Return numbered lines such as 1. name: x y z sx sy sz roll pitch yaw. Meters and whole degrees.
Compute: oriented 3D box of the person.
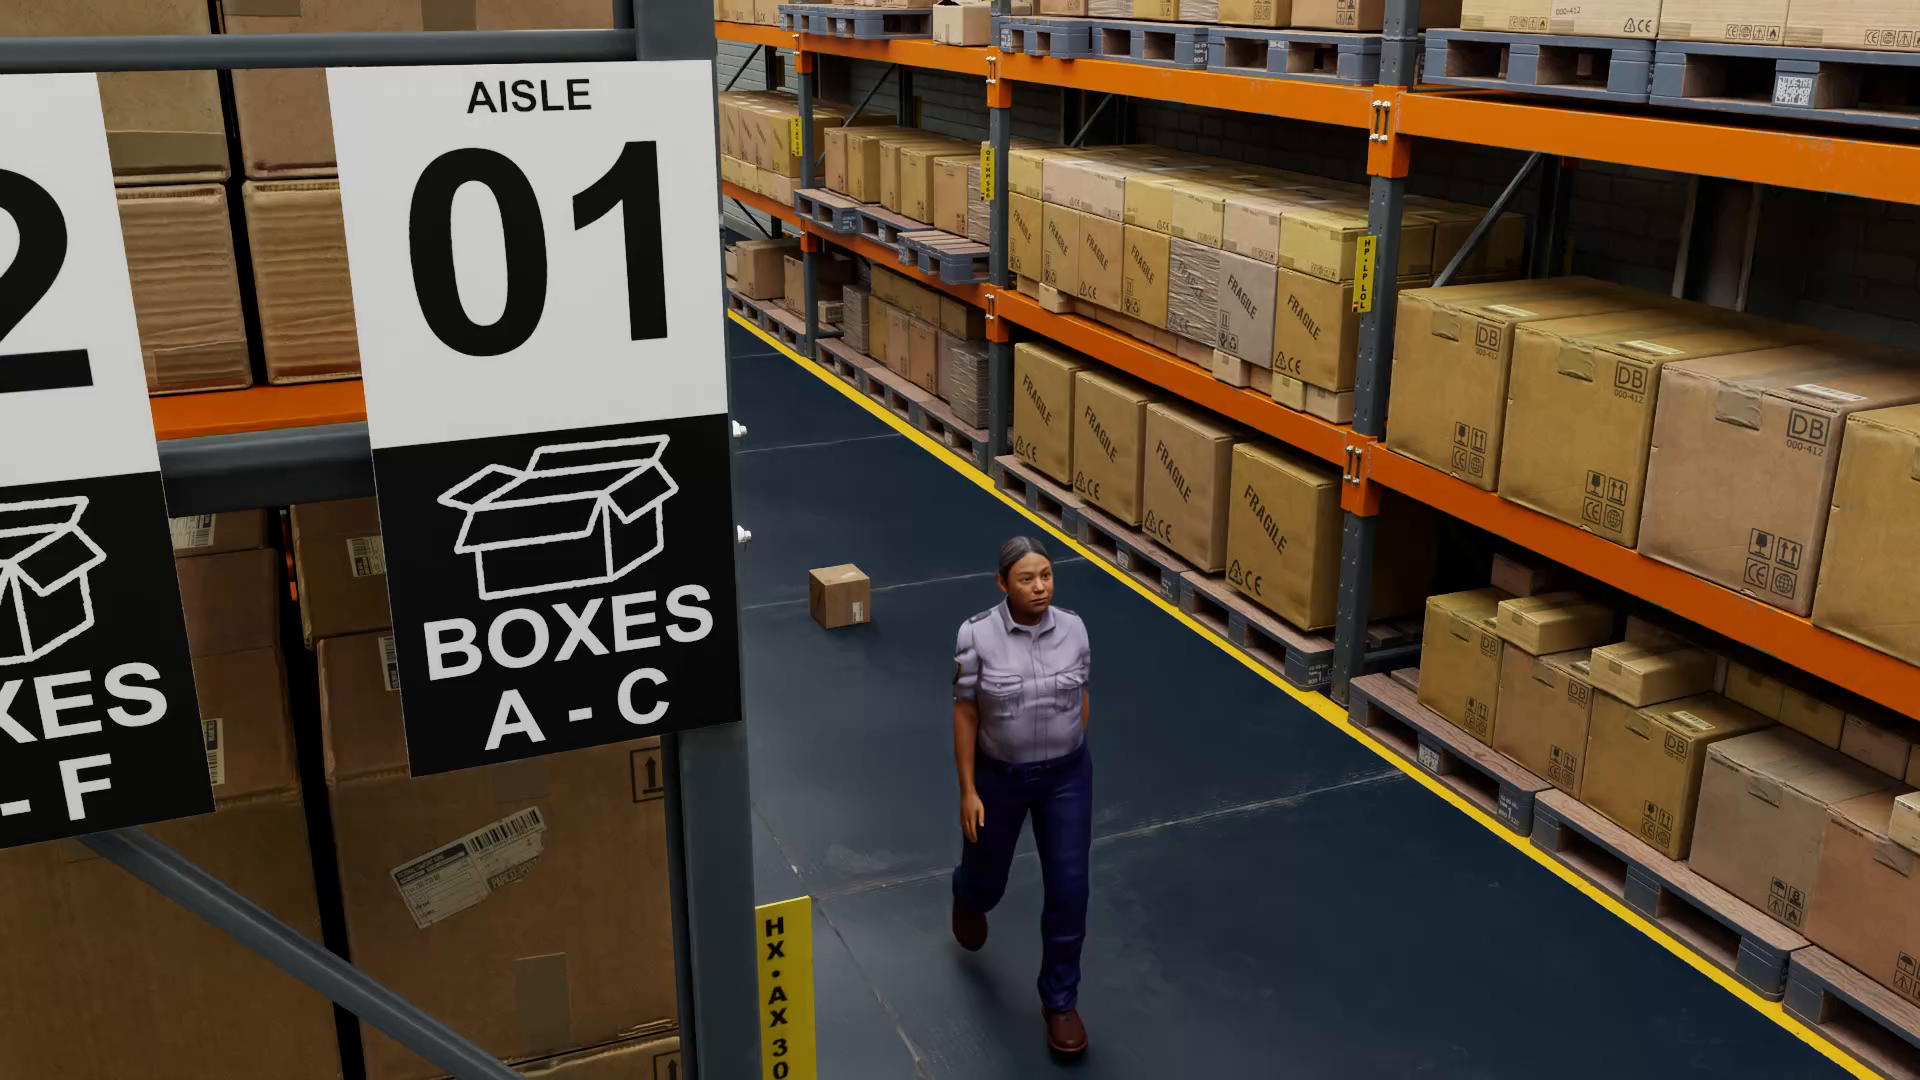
1. person: 0.201 0.765 5.361 0.465 1.589 0.820 -3 19 -9
